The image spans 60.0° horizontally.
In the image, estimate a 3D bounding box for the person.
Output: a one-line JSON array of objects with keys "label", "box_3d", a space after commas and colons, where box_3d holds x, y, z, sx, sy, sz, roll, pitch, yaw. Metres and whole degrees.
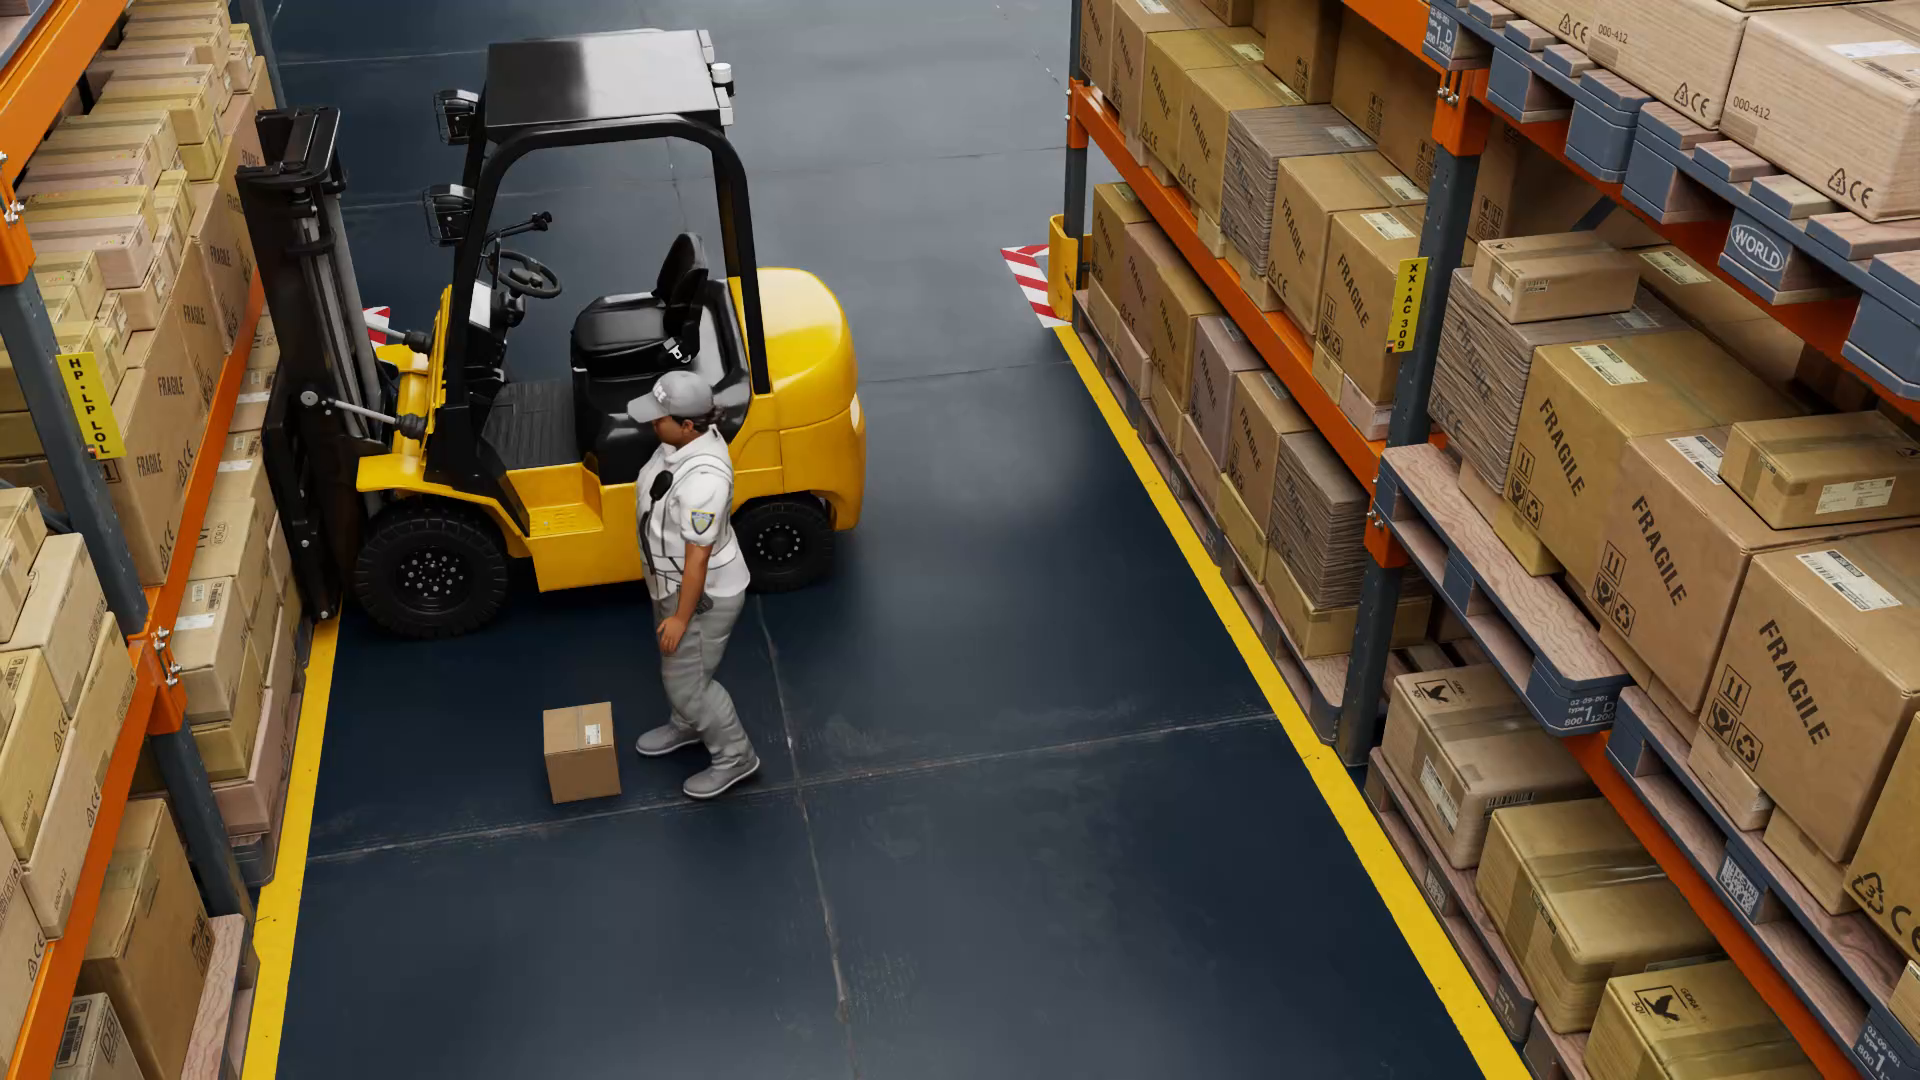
[{"label": "person", "box_3d": [-0.997, 0.159, 5.884, 0.445, 1.671, 0.523, -10, 36, -14]}]
